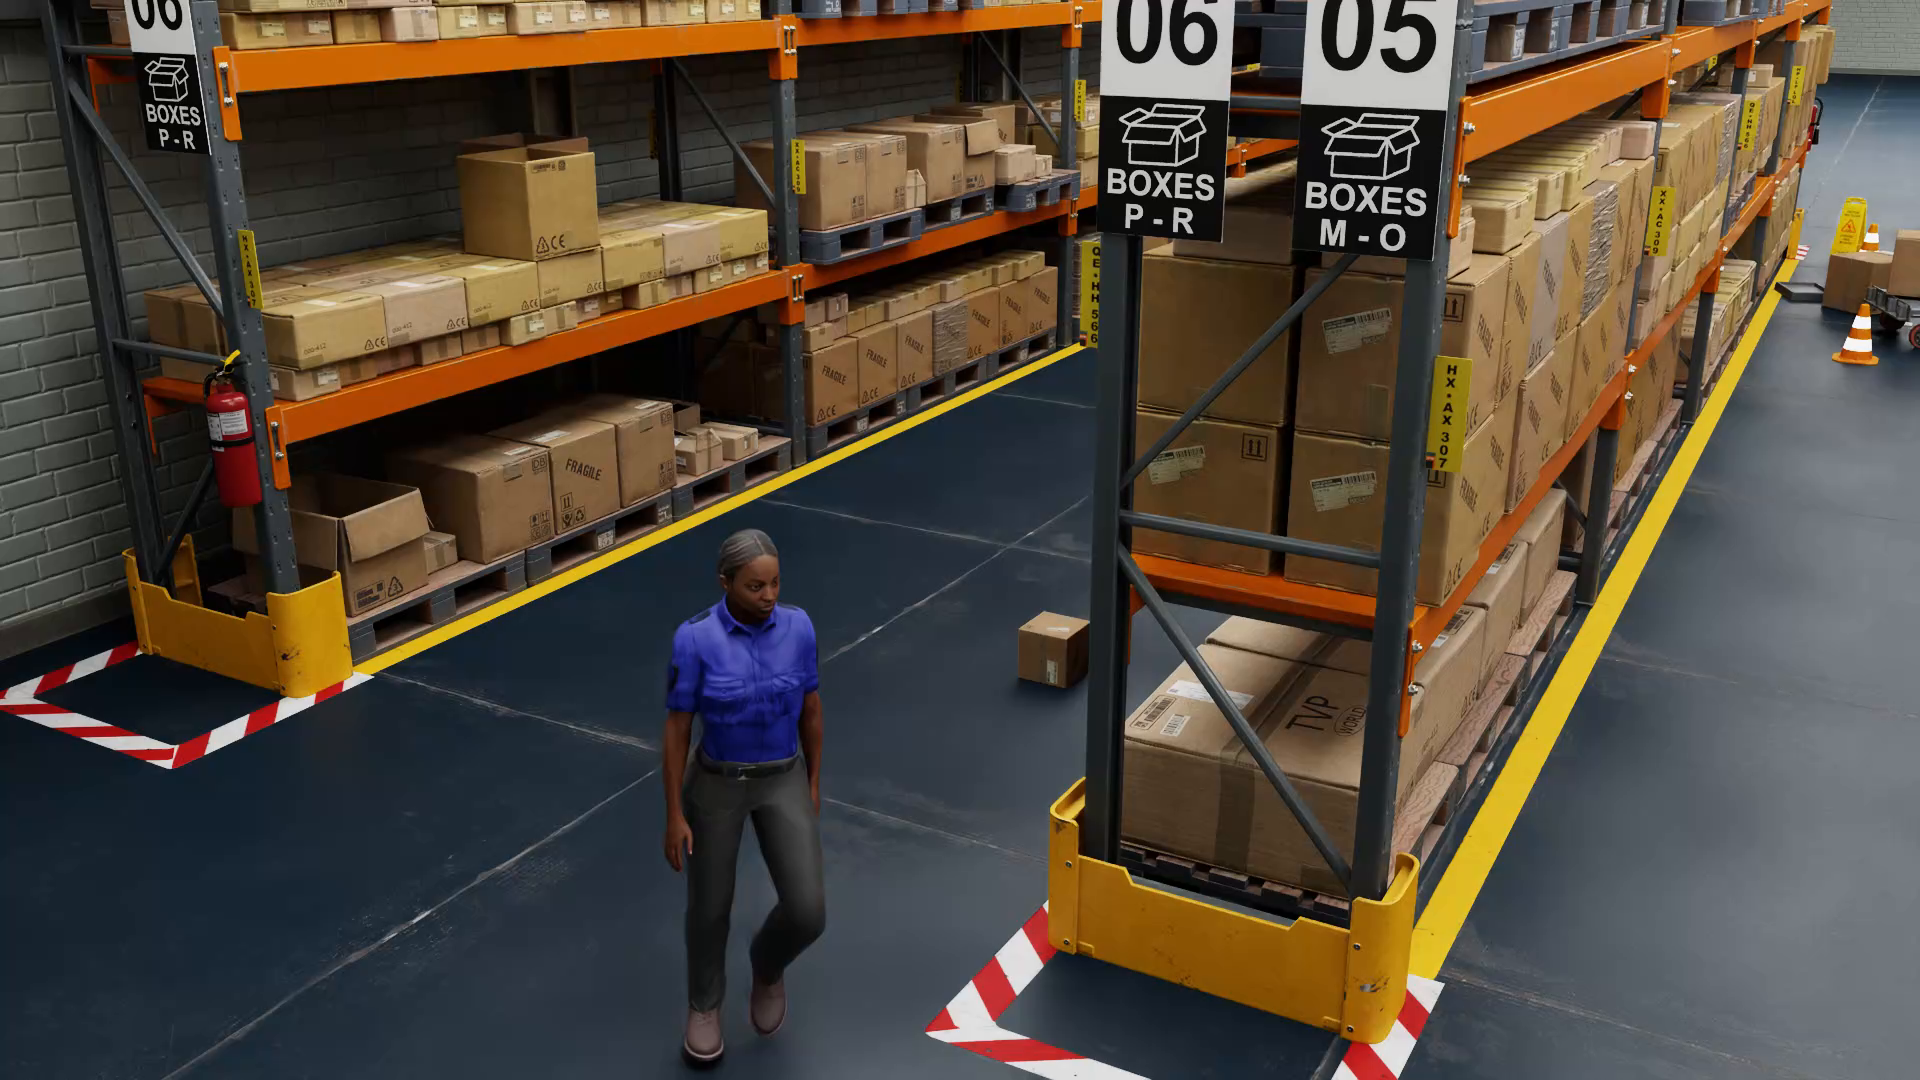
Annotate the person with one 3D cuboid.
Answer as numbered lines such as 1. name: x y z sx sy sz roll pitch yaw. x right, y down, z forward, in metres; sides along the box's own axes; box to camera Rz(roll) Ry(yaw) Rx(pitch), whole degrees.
1. person: -0.623 0.765 4.858 0.521 1.650 0.441 -7 21 -18
